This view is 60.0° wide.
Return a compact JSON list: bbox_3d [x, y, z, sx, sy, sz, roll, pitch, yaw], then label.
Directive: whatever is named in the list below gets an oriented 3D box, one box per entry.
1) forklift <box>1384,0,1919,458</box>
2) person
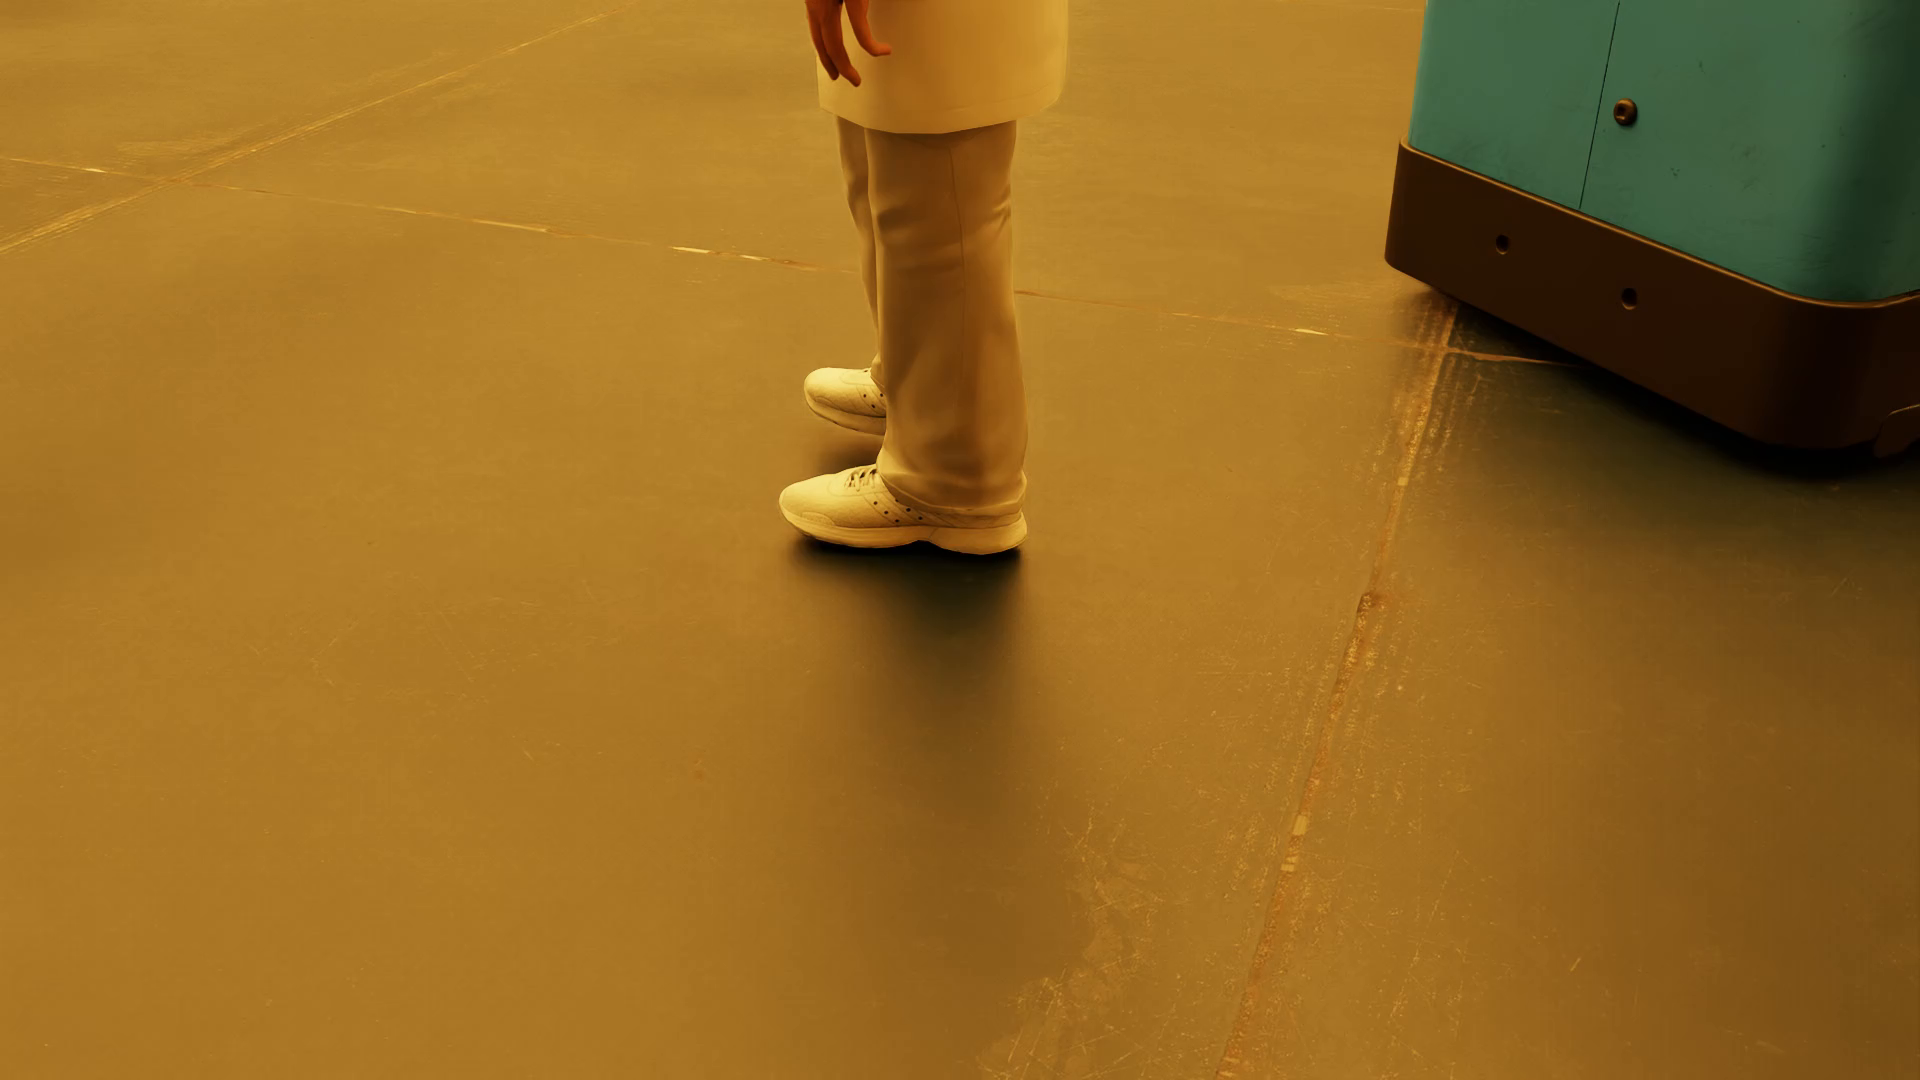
[{"bbox_3d":[2.406,-1.902,2.885,3.031,2.935,1.130,-14,32,-23],"label":"forklift"},{"bbox_3d":[-0.084,-0.798,2.089,0.581,1.777,0.698,10,31,18],"label":"person"}]
